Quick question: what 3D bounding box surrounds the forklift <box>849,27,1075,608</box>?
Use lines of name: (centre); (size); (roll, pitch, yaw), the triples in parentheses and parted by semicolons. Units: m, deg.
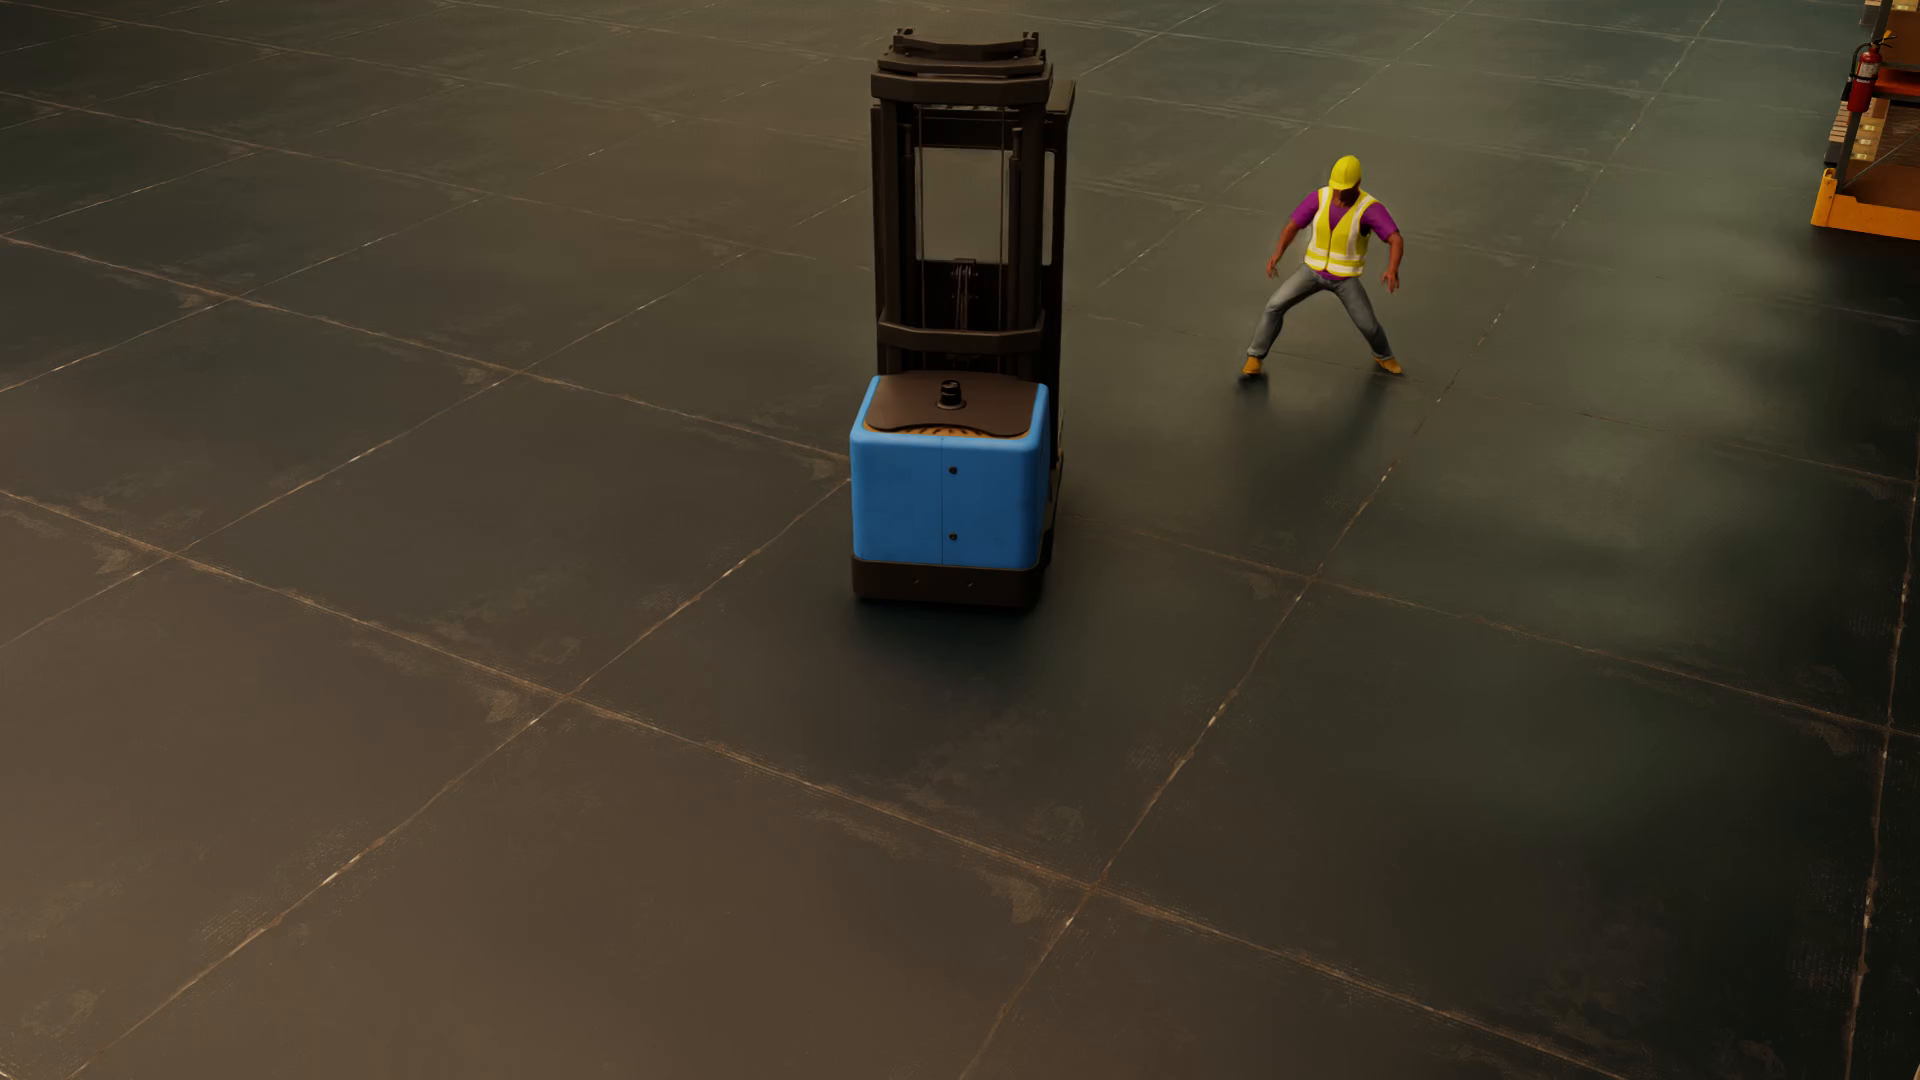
forklift: (0.081, -1.609, 9.858); (1.130, 2.935, 3.031); (3, 30, 6)

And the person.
person: (2.661, -1.895, 11.737); (1.027, 1.611, 0.928); (18, 35, 28)
